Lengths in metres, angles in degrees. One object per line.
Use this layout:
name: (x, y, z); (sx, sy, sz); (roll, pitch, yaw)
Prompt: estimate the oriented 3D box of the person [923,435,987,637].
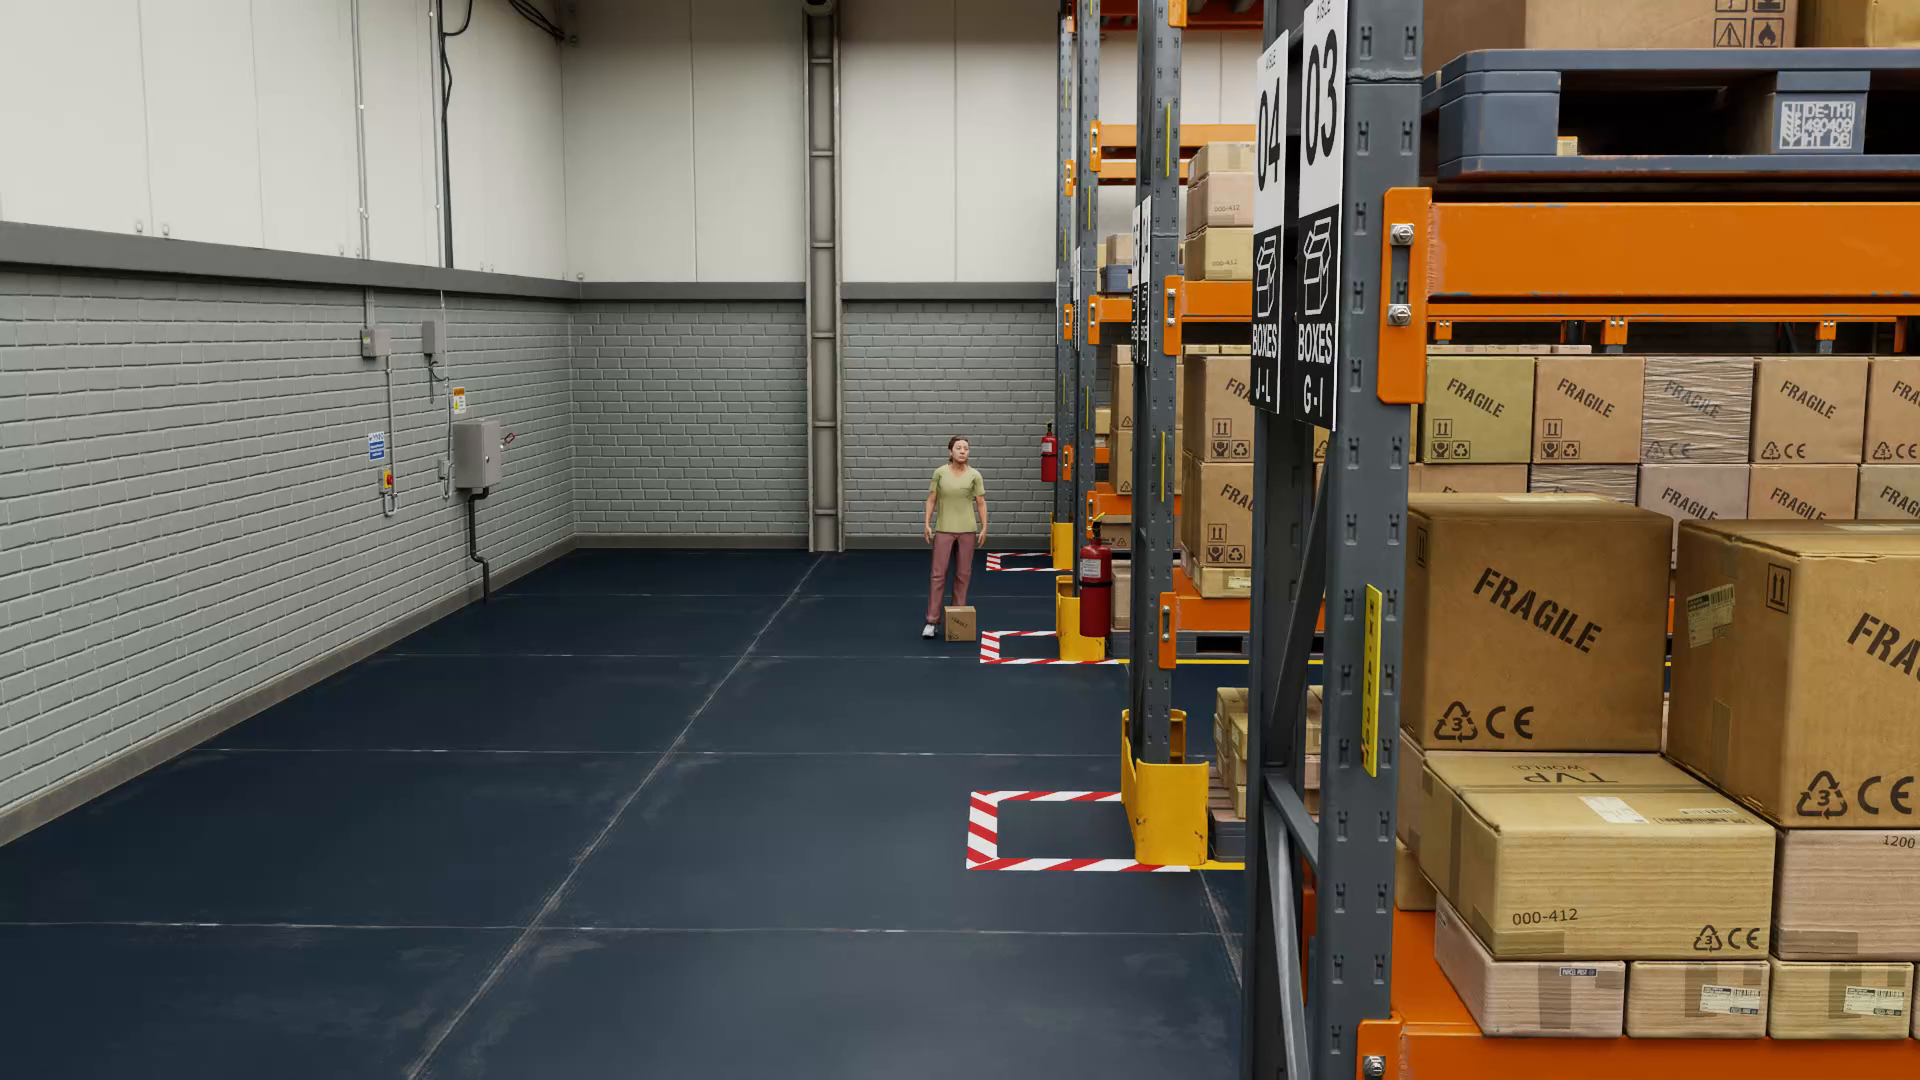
person: (-0.043, -0.043, 14.044); (0.555, 1.674, 0.548); (0, 7, -2)
